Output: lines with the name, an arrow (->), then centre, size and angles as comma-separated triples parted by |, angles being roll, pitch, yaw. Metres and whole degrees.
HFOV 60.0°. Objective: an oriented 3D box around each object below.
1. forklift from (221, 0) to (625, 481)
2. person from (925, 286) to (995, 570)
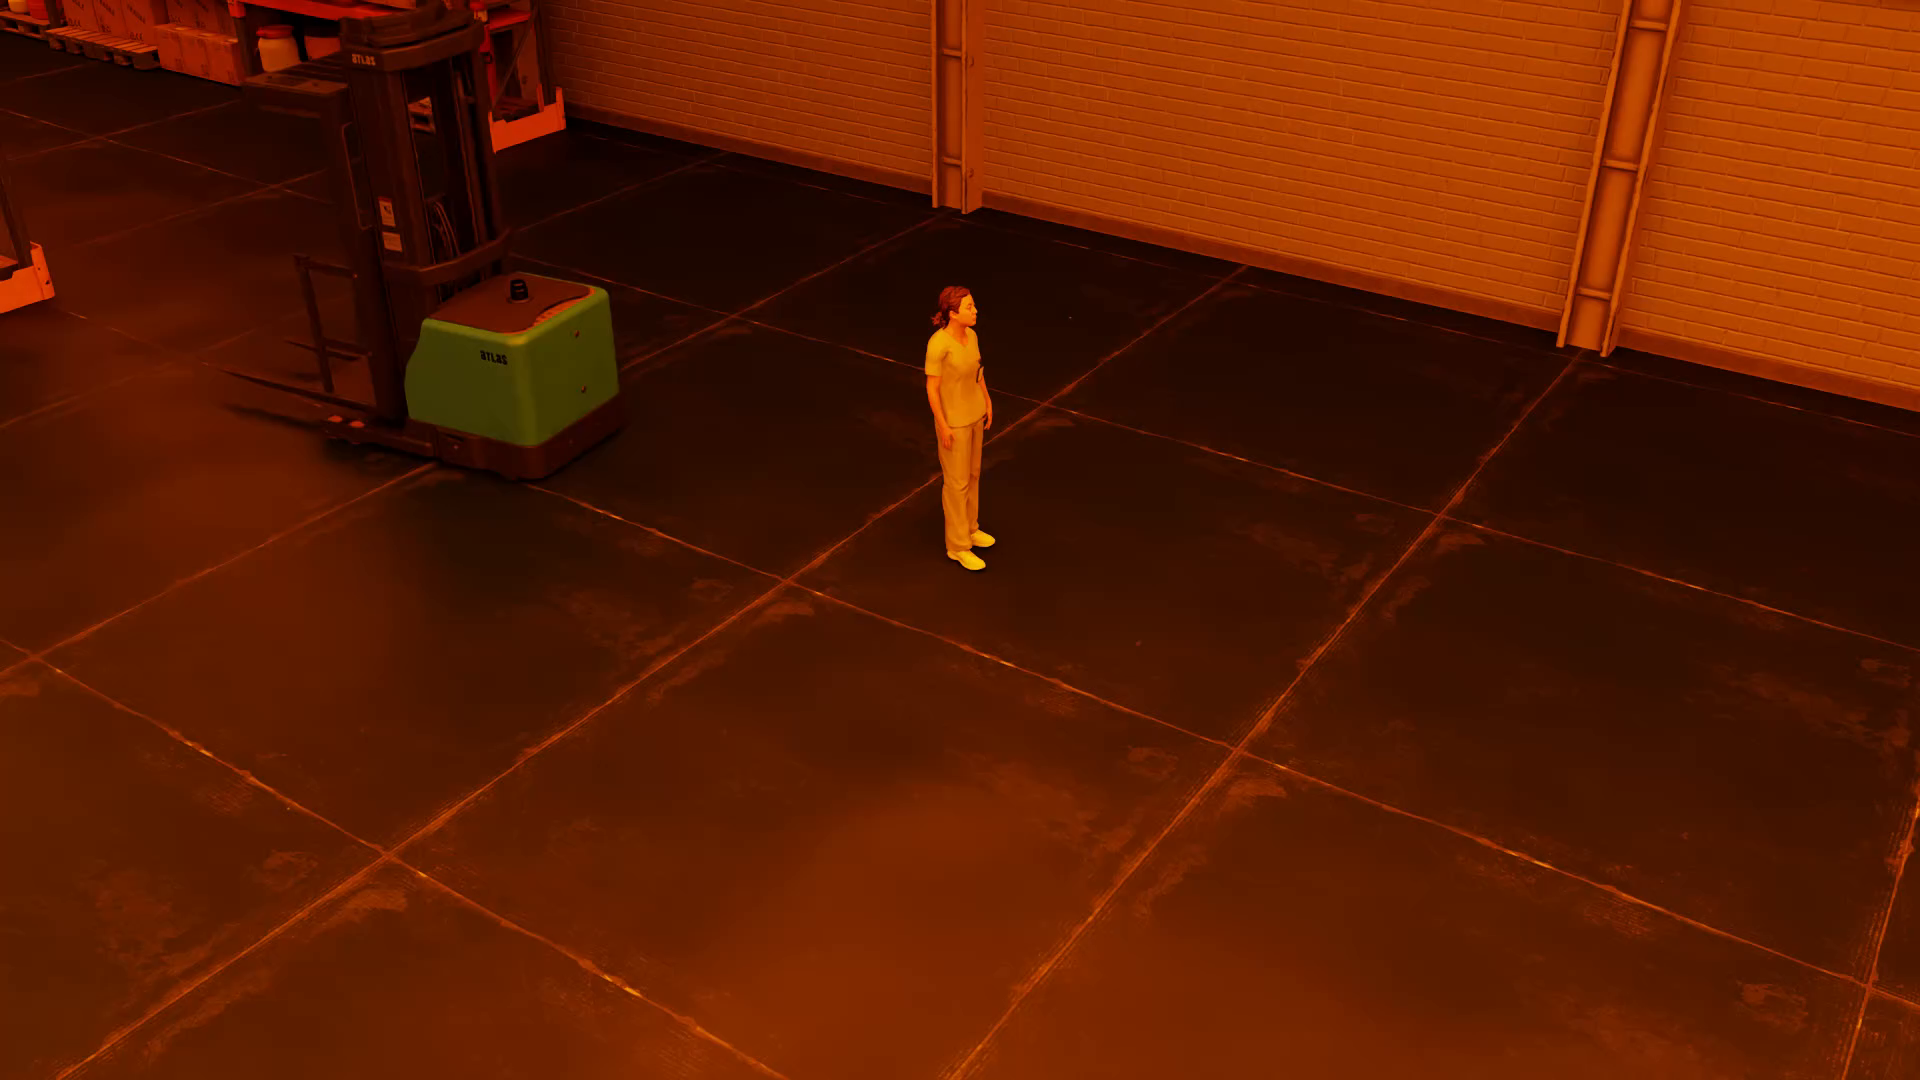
forklift -> -3.930, -2.156, 11.294 | 3.031, 2.935, 1.130 | 14, 33, 22
person -> 0.054, -0.705, 10.030 | 0.548, 1.673, 0.549 | 19, 35, 29
